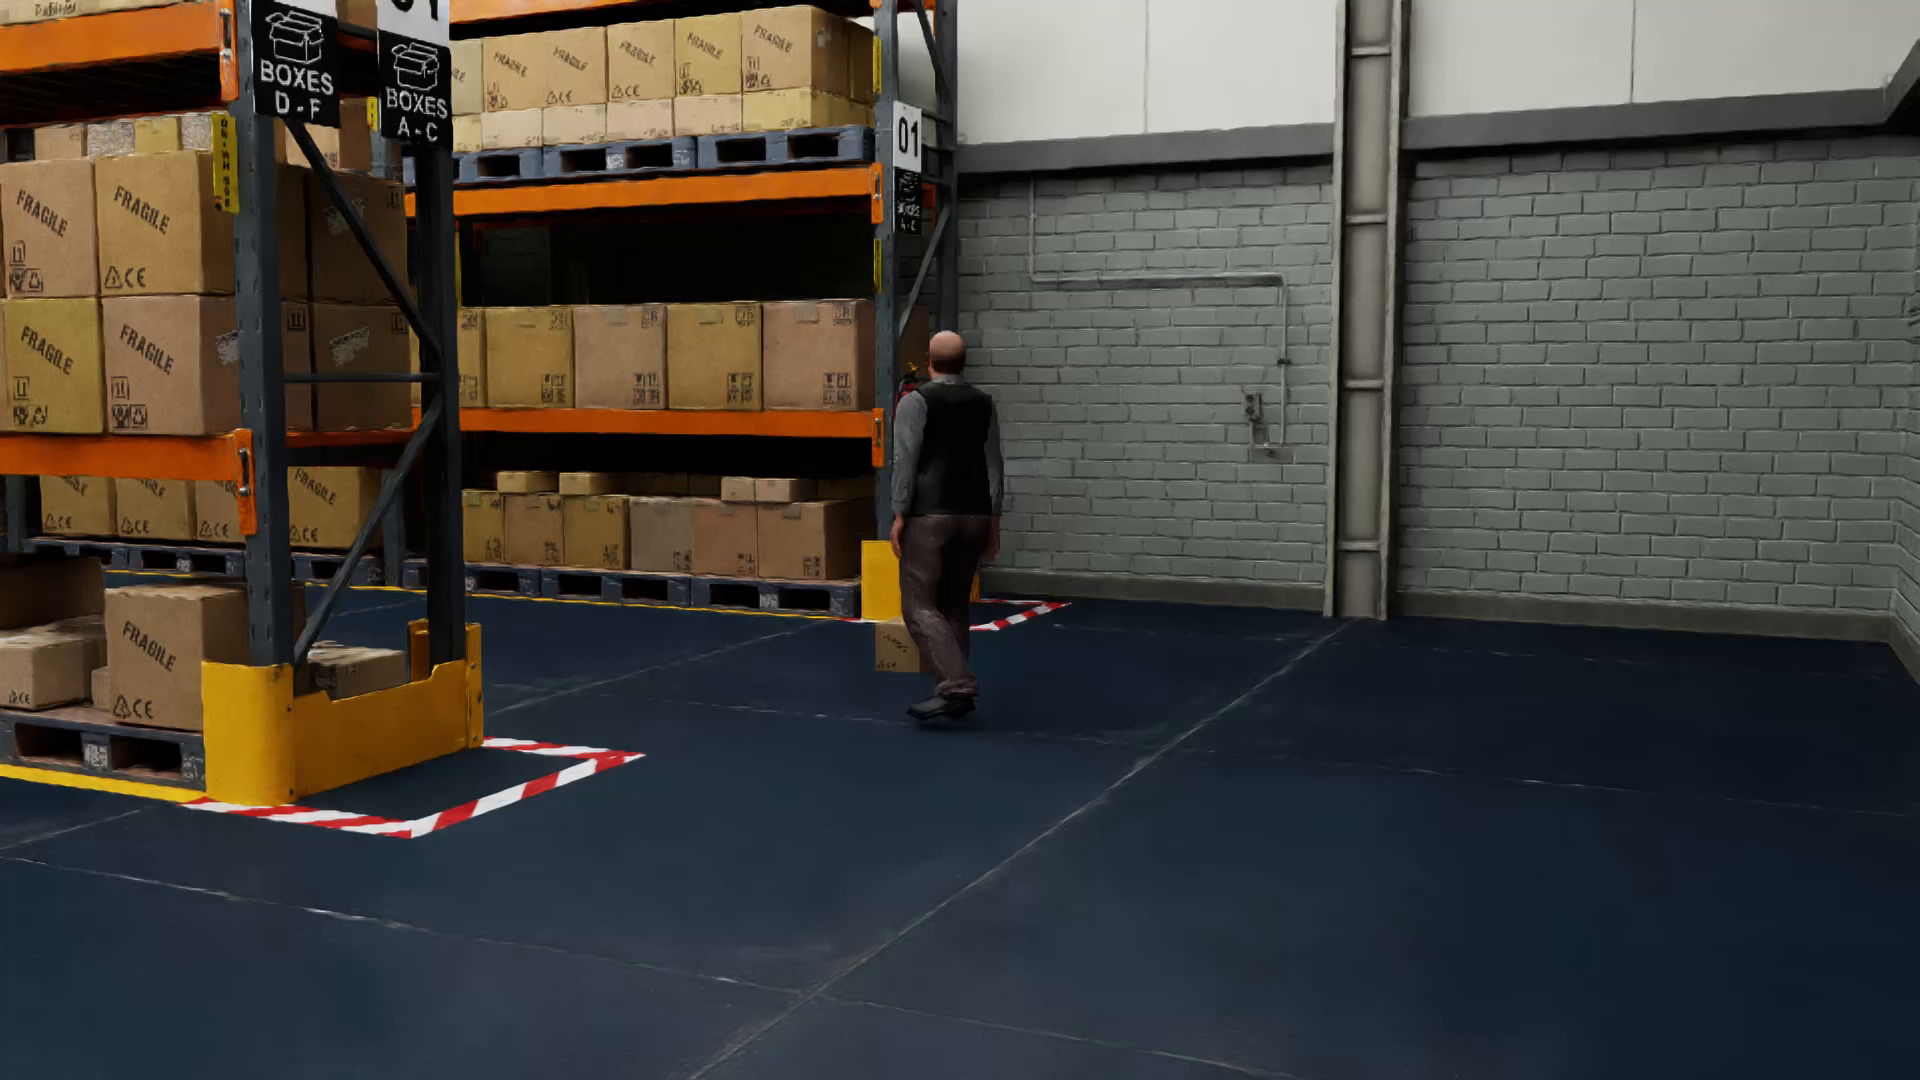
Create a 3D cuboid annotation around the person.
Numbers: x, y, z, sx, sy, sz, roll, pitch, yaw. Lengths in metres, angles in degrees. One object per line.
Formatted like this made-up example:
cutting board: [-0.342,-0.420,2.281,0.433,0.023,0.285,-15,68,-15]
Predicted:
person: [-0.027,-0.063,7.325,0.567,1.711,0.547,-4,7,-35]
